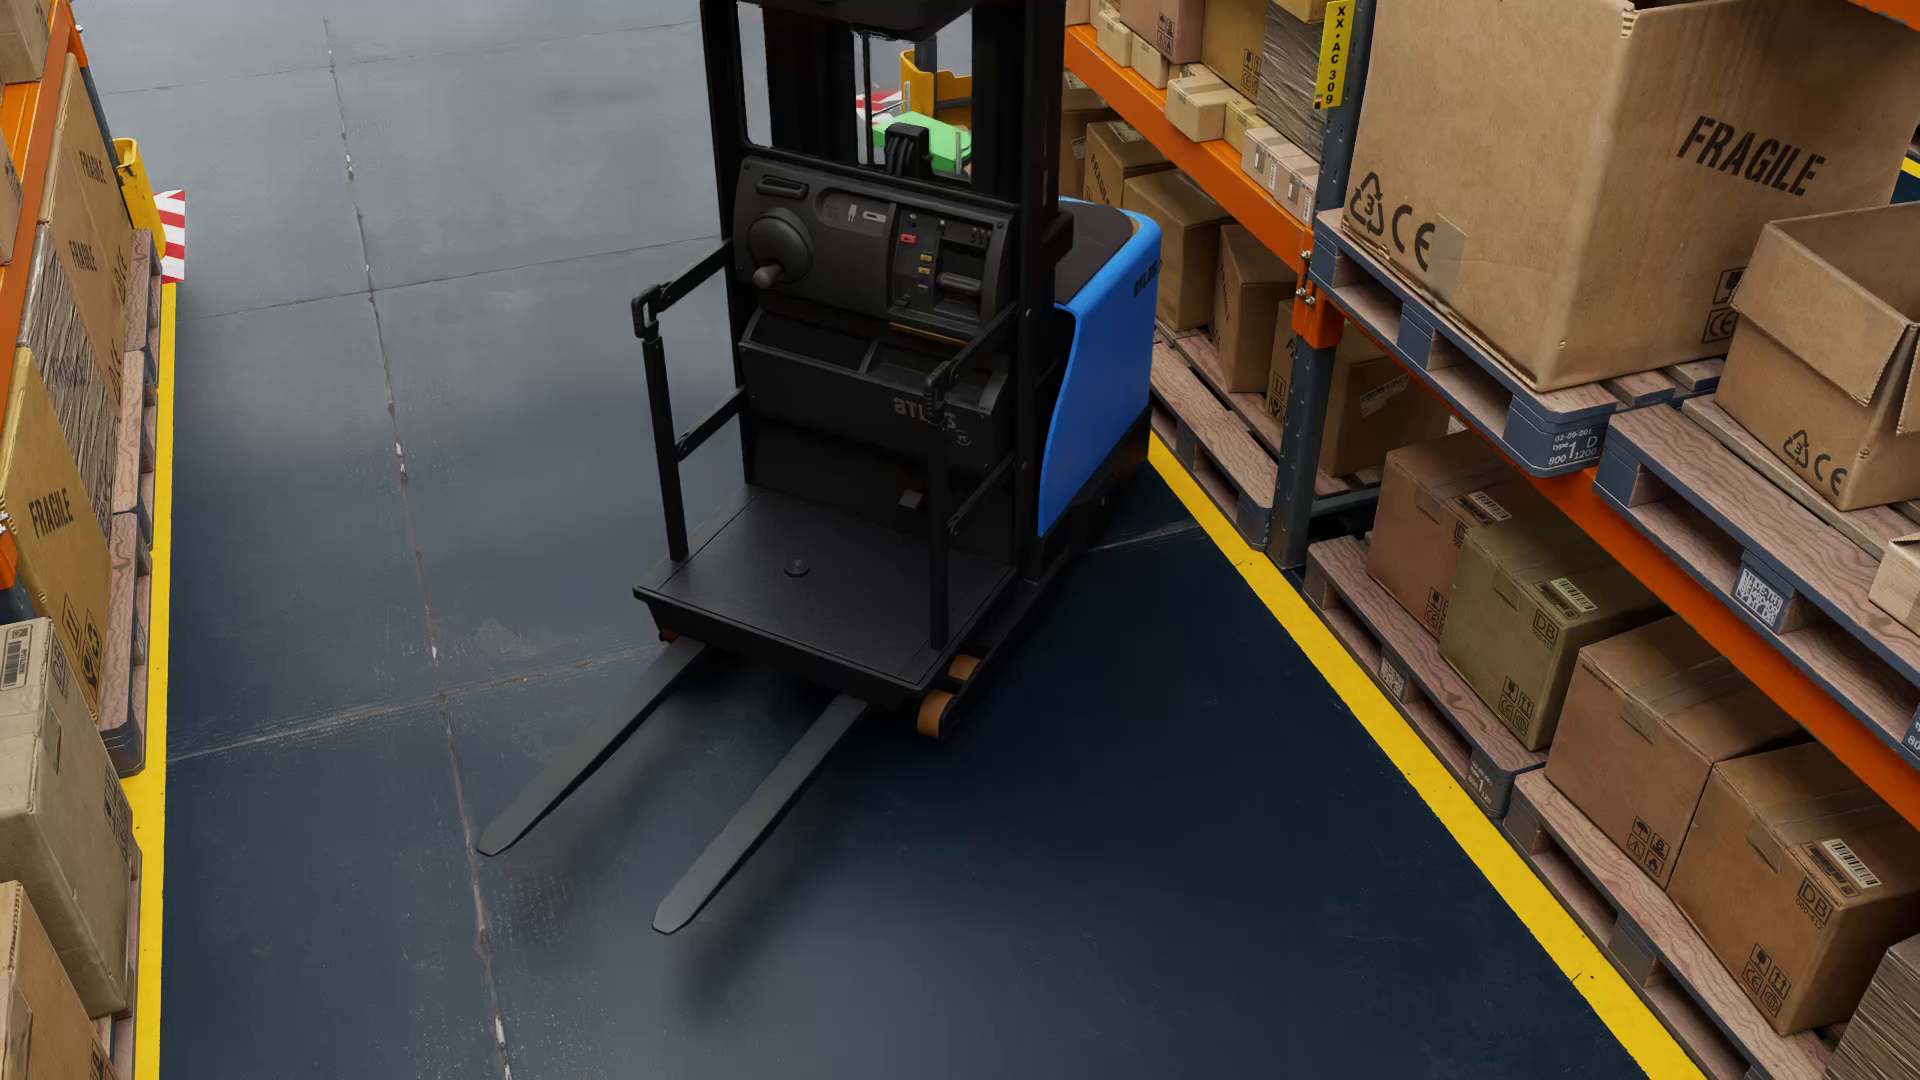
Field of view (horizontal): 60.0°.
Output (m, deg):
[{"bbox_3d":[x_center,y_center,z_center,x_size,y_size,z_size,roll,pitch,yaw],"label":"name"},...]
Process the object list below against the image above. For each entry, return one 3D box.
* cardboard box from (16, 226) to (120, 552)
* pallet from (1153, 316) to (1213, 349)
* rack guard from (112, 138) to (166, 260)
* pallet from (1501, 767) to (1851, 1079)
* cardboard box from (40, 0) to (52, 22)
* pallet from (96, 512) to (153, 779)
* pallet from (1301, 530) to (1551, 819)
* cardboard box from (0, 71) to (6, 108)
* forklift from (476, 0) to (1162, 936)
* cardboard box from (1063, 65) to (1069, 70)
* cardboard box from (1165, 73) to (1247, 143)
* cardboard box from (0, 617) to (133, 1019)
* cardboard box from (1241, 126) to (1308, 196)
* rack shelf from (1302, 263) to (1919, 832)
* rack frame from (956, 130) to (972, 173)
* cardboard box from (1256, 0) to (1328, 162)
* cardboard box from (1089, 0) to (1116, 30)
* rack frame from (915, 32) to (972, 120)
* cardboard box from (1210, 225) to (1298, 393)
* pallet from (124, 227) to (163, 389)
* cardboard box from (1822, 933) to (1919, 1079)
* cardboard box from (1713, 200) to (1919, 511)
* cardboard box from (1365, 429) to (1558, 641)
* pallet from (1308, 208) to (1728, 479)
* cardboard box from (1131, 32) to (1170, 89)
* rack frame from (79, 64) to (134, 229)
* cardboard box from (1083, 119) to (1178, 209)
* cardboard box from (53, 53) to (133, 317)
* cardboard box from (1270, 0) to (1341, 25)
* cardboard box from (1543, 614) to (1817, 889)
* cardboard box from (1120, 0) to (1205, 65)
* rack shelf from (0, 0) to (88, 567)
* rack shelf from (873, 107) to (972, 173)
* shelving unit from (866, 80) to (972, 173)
[{"bbox_3d":[-3.531,-0.445,5.764,0.875,0.875,0.875,-12,39,-16],"label":"cardboard box"},{"bbox_3d":[0.937,-1.166,7.622,1.003,0.211,1.213,-12,39,-16],"label":"pallet"},{"bbox_3d":[-4.451,-1.522,7.855,1.175,0.500,0.348,-12,39,-16],"label":"rack guard"},{"bbox_3d":[2.318,1.026,4.712,1.003,0.211,1.213,-12,39,-16],"label":"pallet"},{"bbox_3d":[-4.273,-2.367,6.774,0.875,0.550,0.550,-12,39,-16],"label":"cardboard box"},{"bbox_3d":[-3.255,0.421,5.516,1.003,0.211,1.213,-12,39,-16],"label":"pallet"},{"bbox_3d":[1.894,0.336,5.628,1.003,0.211,1.213,-12,39,-16],"label":"pallet"},{"bbox_3d":[-3.988,-1.718,5.913,0.875,0.550,0.550,-12,39,-16],"label":"cardboard box"},{"bbox_3d":[-0.380,-0.831,4.917,1.130,2.935,3.031,17,40,22],"label":"forklift"},{"bbox_3d":[0.448,-2.290,8.526,0.500,0.500,0.500,-6,37,-7],"label":"cardboard box"},{"bbox_3d":[0.978,-1.592,6.080,0.380,0.149,0.250,-12,39,-16],"label":"cardboard box"},{"bbox_3d":[-2.769,0.816,4.195,1.050,0.750,0.750,-13,39,-16],"label":"cardboard box"},{"bbox_3d":[1.198,-1.321,5.719,0.380,0.149,0.250,-12,39,-16],"label":"cardboard box"},{"bbox_3d":[2.313,0.200,4.089,1.077,0.370,4.000,-12,39,-16],"label":"rack shelf"},{"bbox_3d":[0.071,-1.124,6.745,0.015,1.200,0.240,29,46,33],"label":"rack frame"},{"bbox_3d":[1.528,-1.643,5.608,0.875,0.500,0.500,-12,39,-16],"label":"cardboard box"},{"bbox_3d":[0.759,-2.185,6.866,0.380,0.149,0.250,-12,39,-16],"label":"cardboard box"},{"bbox_3d":[0.249,-3.477,8.373,1.000,3.000,0.127,-12,39,-16],"label":"rack frame"},{"bbox_3d":[1.321,-0.943,6.737,0.500,0.500,0.500,-1,37,-1],"label":"cardboard box"},{"bbox_3d":[-4.095,-0.958,7.346,1.003,0.211,1.213,-12,39,-16],"label":"pallet"},{"bbox_3d":[2.549,1.180,3.902,0.700,0.500,0.500,-16,40,-20],"label":"cardboard box"},{"bbox_3d":[2.308,-0.466,3.941,0.797,0.503,0.637,-9,38,-11],"label":"cardboard box"},{"bbox_3d":[1.816,-0.043,5.526,0.700,0.500,0.500,-15,40,-19],"label":"cardboard box"},{"bbox_3d":[1.752,-0.679,4.817,1.003,0.211,1.213,-12,39,-16],"label":"pallet"},{"bbox_3d":[0.892,-1.894,6.480,0.380,0.149,0.250,-12,39,-16],"label":"cardboard box"},{"bbox_3d":[-4.443,-2.507,7.085,1.000,3.000,0.127,-12,39,-16],"label":"rack frame"},{"bbox_3d":[0.883,-1.602,7.612,0.500,0.500,0.500,-9,38,-12],"label":"cardboard box"},{"bbox_3d":[-4.148,-1.457,7.108,0.875,0.875,0.875,-12,39,-16],"label":"cardboard box"},{"bbox_3d":[1.212,-1.973,5.214,0.500,0.500,0.500,-12,39,-16],"label":"cardboard box"},{"bbox_3d":[2.156,0.546,4.744,0.700,0.500,0.500,-16,40,-20],"label":"cardboard box"},{"bbox_3d":[1.123,-2.194,6.340,0.875,0.500,0.500,-12,39,-16],"label":"cardboard box"},{"bbox_3d":[-3.755,-1.090,5.802,1.077,0.370,4.000,-12,39,-16],"label":"rack shelf"},{"bbox_3d":[-0.108,-1.556,6.627,0.480,0.148,0.258,29,46,33],"label":"rack shelf"},{"bbox_3d":[-0.108,-1.224,6.877,0.503,1.200,0.258,29,46,33],"label":"shelving unit"}]
